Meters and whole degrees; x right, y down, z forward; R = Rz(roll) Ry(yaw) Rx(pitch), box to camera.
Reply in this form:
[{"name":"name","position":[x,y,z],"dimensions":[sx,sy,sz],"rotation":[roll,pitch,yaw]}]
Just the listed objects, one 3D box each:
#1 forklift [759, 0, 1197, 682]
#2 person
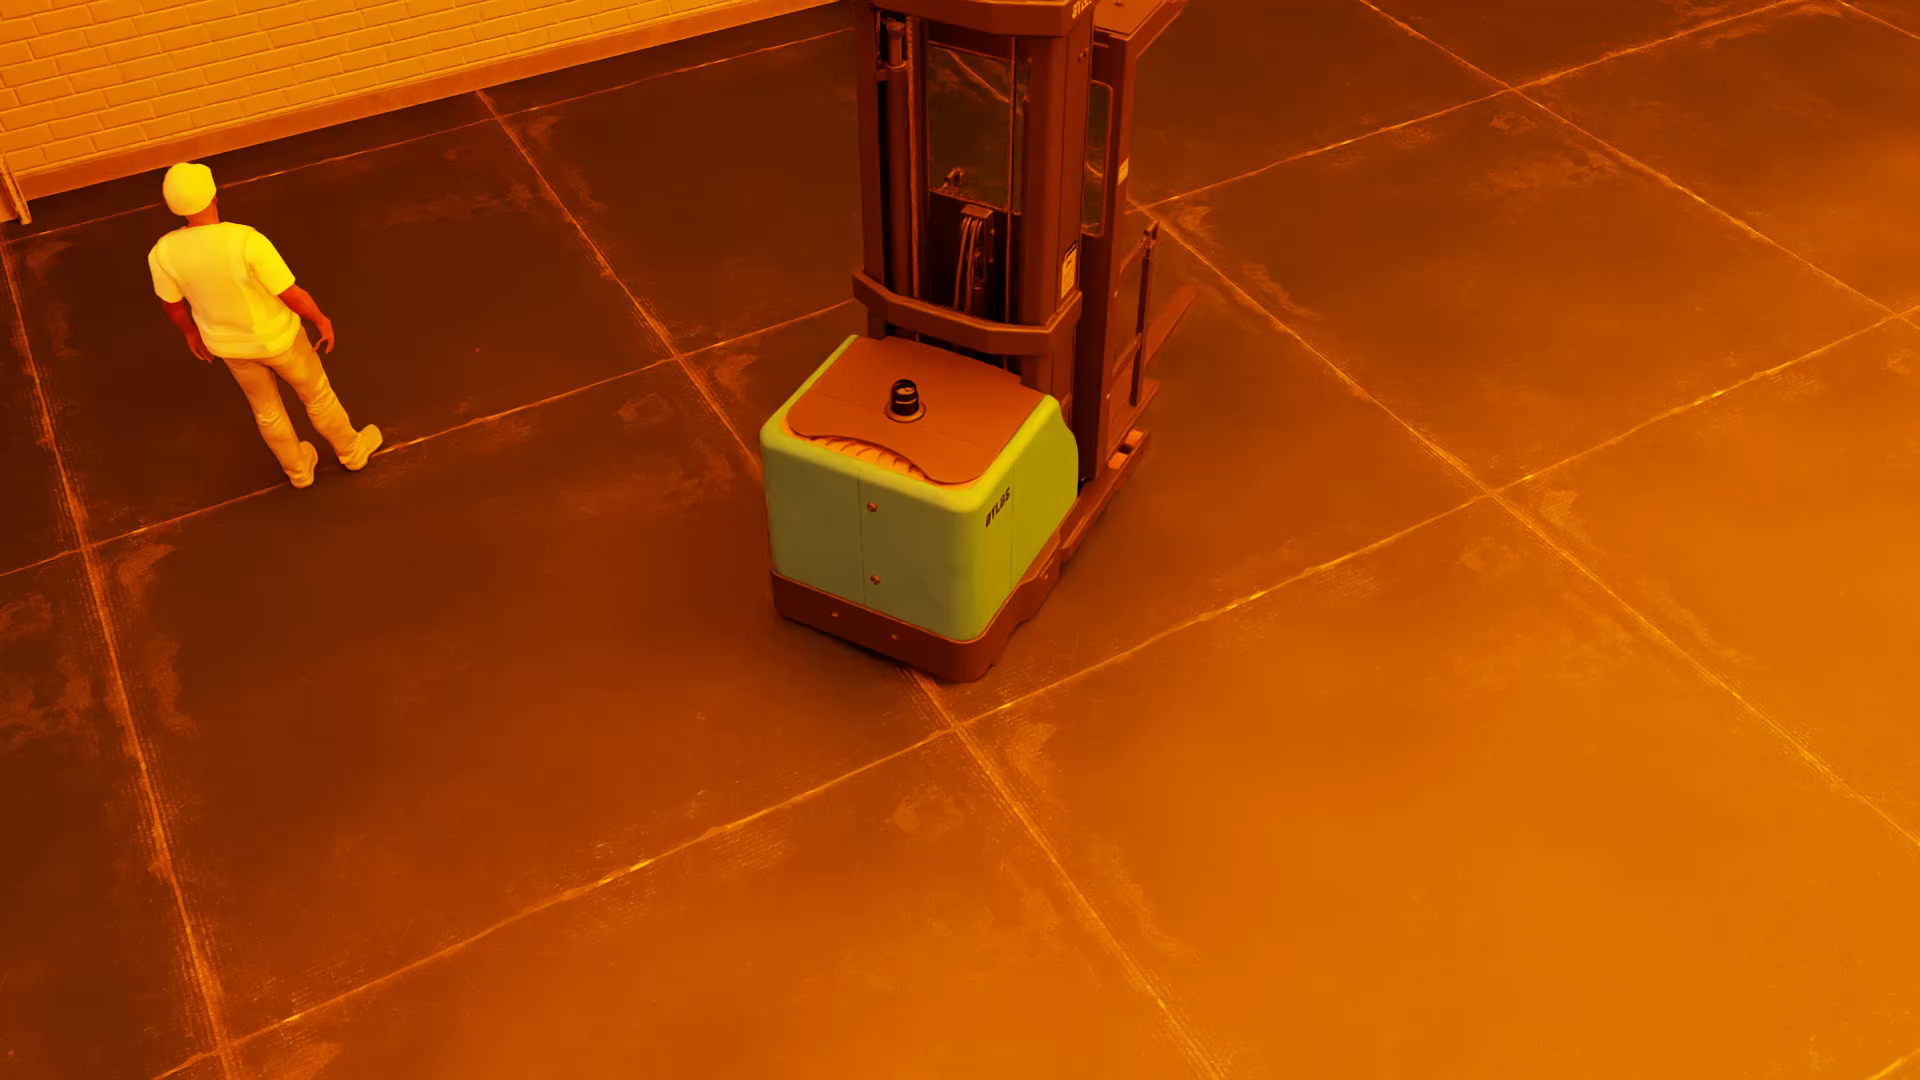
[{"name":"forklift","position":[0.288,-1.469,7.282],"dimensions":[1.130,2.935,3.031],"rotation":[19,46,20]},{"name":"person","position":[-3.207,-0.991,7.614],"dimensions":[0.671,1.767,0.578],"rotation":[-1,43,-1]}]
